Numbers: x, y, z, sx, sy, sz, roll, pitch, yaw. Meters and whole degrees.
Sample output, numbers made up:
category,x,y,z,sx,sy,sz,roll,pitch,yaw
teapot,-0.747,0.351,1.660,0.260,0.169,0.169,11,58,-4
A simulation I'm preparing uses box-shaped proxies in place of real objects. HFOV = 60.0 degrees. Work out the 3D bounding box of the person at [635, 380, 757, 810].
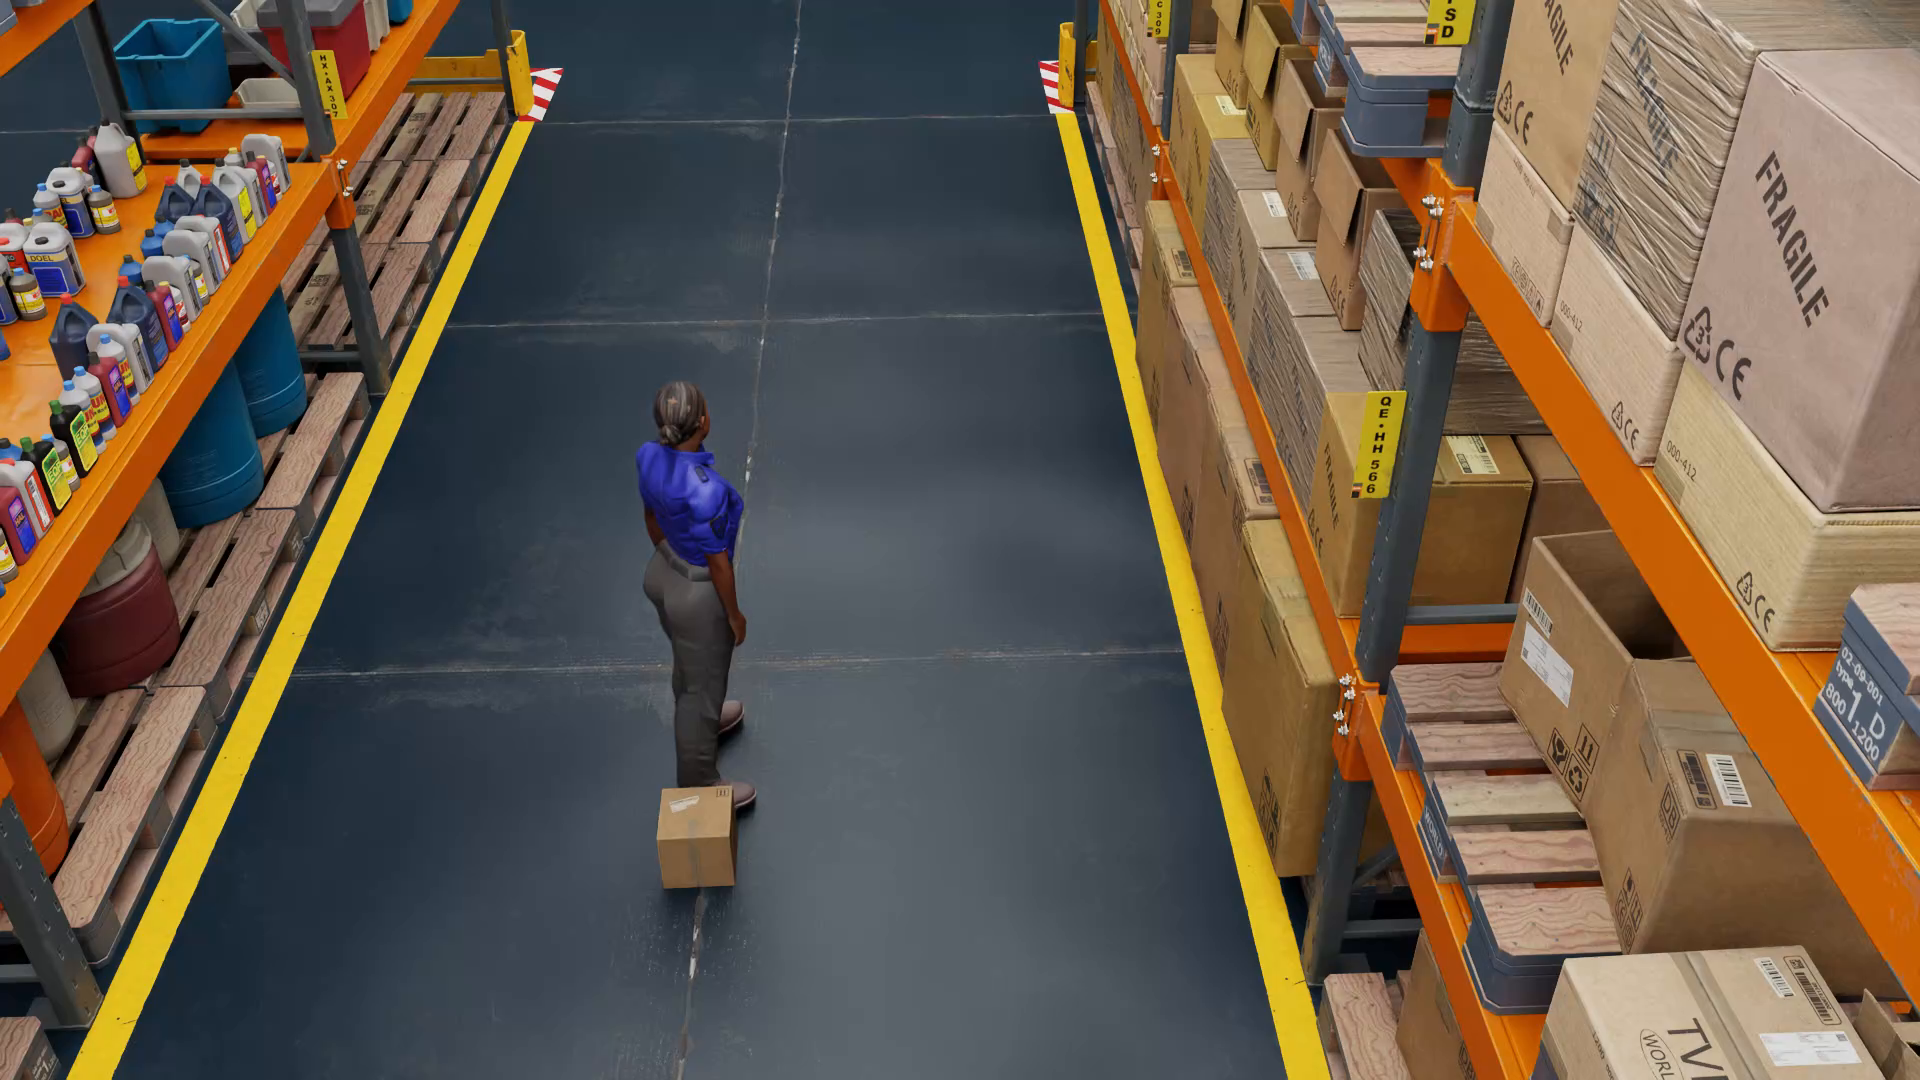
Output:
category,x,y,z,sx,sy,sz,roll,pitch,yaw
person,-0.916,0.181,5.856,0.449,1.656,0.529,-23,41,-29
